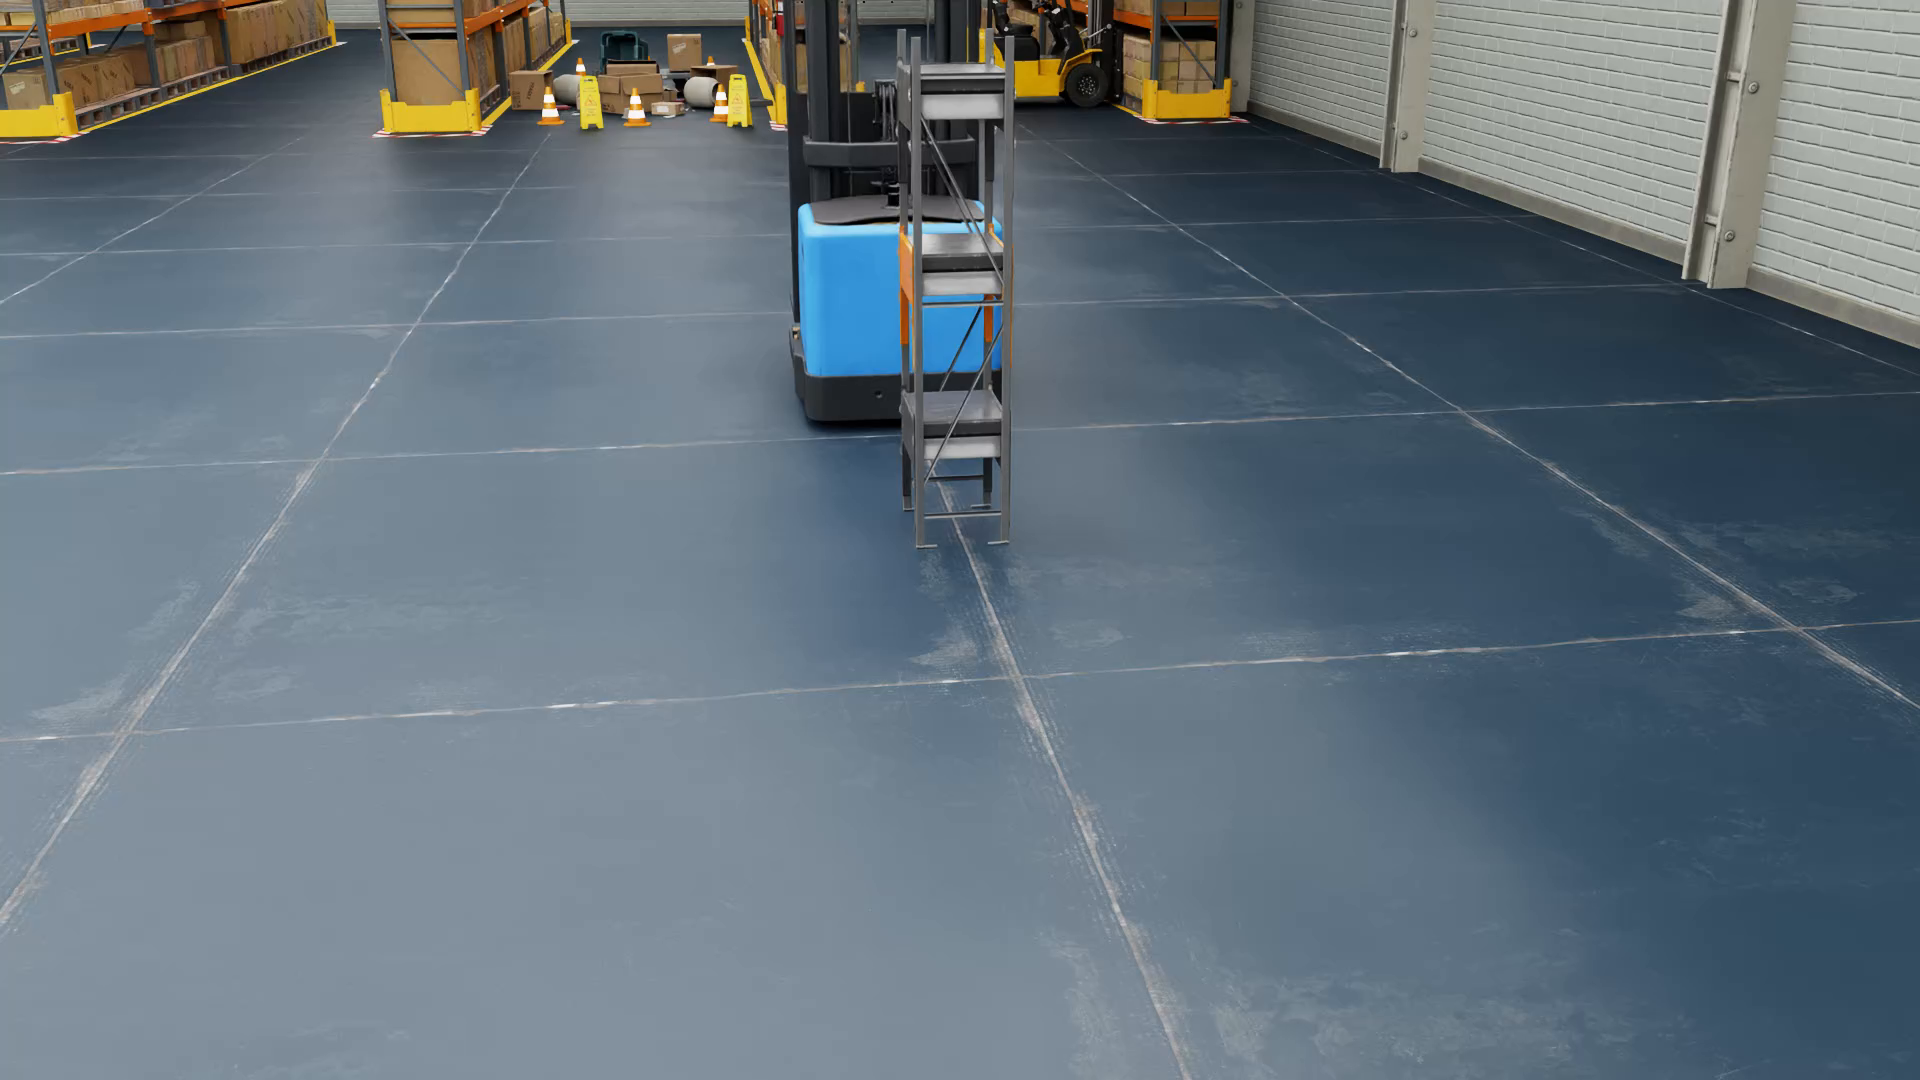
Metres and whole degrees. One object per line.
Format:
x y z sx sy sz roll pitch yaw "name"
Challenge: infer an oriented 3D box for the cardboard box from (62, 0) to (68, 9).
-11.886 -6.976 21.038 0.875 0.500 0.500 -3 21 -8 "cardboard box"

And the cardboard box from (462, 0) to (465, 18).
-6.920 -7.031 21.541 0.875 0.550 0.550 -3 21 -8 "cardboard box"

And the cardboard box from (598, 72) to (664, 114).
-4.595 -6.241 23.208 0.637 0.503 0.797 17 27 39 "cardboard box"

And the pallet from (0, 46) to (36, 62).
-18.419 -9.282 31.766 1.003 0.211 1.213 -3 21 -8 "pallet"

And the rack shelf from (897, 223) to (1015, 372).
-0.024 -1.028 7.007 0.431 0.518 0.480 -3 21 -8 "rack shelf"

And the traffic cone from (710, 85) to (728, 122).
-3.175 -5.826 22.153 0.336 0.463 0.334 -3 21 -8 "traffic cone"

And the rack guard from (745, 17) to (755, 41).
-4.147 -11.307 36.776 1.175 0.500 0.348 -3 21 -8 "rack guard"

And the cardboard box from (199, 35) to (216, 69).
-12.680 -8.005 27.304 0.700 0.500 0.500 -4 21 -11 "cardboard box"

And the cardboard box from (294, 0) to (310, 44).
-13.519 -10.331 33.026 0.875 0.875 0.875 -3 21 -8 "cardboard box"

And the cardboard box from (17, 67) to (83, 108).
-11.837 -5.879 21.641 0.500 0.500 0.500 2 21 6 "cardboard box"

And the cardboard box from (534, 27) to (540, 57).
-7.799 -8.873 29.658 0.500 0.500 0.500 -3 21 -7 "cardboard box"

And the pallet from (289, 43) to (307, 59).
-13.405 -9.546 32.474 1.003 0.211 1.213 -3 21 -8 "pallet"

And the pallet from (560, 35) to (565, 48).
-8.934 -10.570 35.214 1.003 0.211 1.213 -3 21 -8 "pallet"

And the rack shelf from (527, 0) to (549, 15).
-8.162 -9.771 30.118 1.077 0.370 4.000 -3 21 -8 "rack shelf"

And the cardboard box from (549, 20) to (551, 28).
-8.276 -10.168 32.778 0.380 0.149 0.250 -2 21 -5 "cardboard box"

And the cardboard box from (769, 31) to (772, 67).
-2.595 -7.357 24.886 0.500 0.500 0.500 -2 21 -5 "cardboard box"

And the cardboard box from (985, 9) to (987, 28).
0.825 -11.045 35.473 0.500 0.500 0.500 -3 21 -7 "cardboard box"

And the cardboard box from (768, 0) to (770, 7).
-2.685 -8.072 24.901 0.380 0.149 0.250 -3 21 -8 "cardboard box"

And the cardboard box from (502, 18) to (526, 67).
-7.875 -8.343 27.882 1.050 0.750 0.750 -3 21 -8 "cardboard box"

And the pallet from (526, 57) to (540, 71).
-7.985 -8.380 29.351 1.003 0.211 1.213 -3 21 -8 "pallet"

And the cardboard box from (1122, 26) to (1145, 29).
2.760 -7.783 25.669 0.500 0.250 0.500 -3 21 -7 "cardboard box"

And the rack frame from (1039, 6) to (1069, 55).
1.921 -9.952 29.574 1.000 3.000 0.127 -3 21 -8 "rack frame"

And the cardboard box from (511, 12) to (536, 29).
-7.807 -9.219 29.513 0.500 0.250 0.500 -3 21 -8 "cardboard box"

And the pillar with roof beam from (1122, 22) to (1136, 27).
-1.259 -12.139 26.856 9.100 9.000 0.400 -3 21 -8 "pillar with roof beam"

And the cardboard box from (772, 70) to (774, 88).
-2.507 -6.822 24.523 0.500 0.250 0.500 -2 21 -5 "cardboard box"

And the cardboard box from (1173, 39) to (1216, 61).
3.193 -6.735 22.862 0.500 0.250 0.500 -3 21 -9 "cardboard box"

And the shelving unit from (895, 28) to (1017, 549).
-0.024 -1.041 7.002 0.431 2.100 0.503 -3 21 -8 "shelving unit"

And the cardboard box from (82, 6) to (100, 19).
-11.569 -6.948 21.890 0.380 0.149 0.250 -3 21 -8 "cardboard box"

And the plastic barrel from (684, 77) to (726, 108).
-3.633 -6.362 23.646 0.512 0.421 0.421 12 24 30 "plastic barrel"

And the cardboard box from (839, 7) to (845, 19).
-1.681 -6.941 21.871 0.380 0.149 0.250 -3 21 -8 "cardboard box"

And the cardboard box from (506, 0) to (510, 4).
-7.180 -8.448 25.405 0.500 0.500 0.500 -3 21 -7 "cardboard box"

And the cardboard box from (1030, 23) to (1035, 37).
1.586 -9.287 30.767 0.500 0.500 0.500 -3 21 -9 "cardboard box"

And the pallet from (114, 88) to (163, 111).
-12.088 -6.278 23.724 1.003 0.211 1.213 -3 21 -8 "pallet"

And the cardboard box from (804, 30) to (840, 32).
-2.062 -7.384 24.957 0.500 0.500 0.500 -3 21 -9 "cardboard box"

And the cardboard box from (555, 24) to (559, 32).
-8.419 -10.476 34.026 0.380 0.149 0.250 -3 21 -7 "cardboard box"

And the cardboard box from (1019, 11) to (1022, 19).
1.350 -10.166 32.193 0.380 0.149 0.250 -3 21 -8 "cardboard box"

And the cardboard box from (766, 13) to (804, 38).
-3.007 -9.145 29.850 0.875 0.875 0.875 -3 21 -8 "cardboard box"

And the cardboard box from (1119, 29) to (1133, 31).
2.321 -7.583 25.133 0.500 0.250 0.500 -3 21 -8 "cardboard box"

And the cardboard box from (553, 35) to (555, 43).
-8.223 -9.896 32.899 0.380 0.149 0.250 -2 21 -6 "cardboard box"

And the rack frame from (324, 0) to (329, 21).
-13.950 -11.970 34.978 1.000 3.000 0.127 -3 21 -8 "rack frame"

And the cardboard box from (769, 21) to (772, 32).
-2.637 -7.615 24.648 0.380 0.149 0.250 -3 21 -7 "cardboard box"

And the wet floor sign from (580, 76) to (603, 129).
-4.757 -5.633 21.375 0.267 0.644 0.232 -7 21 -17 "wet floor sign"

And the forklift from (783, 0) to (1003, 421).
-0.467 -2.468 9.635 1.130 2.935 3.031 -3 21 -7 "forklift"

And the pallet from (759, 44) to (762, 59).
-3.381 -9.515 32.391 1.003 0.211 1.213 -3 21 -8 "pallet"

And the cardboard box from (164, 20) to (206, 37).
-12.670 -8.356 27.175 0.500 0.250 0.500 -2 21 -6 "cardboard box"

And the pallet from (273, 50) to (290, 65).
-13.187 -9.016 31.053 1.003 0.211 1.213 -3 21 -8 "pallet"

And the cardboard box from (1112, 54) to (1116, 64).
2.470 -7.003 24.294 0.500 0.250 0.500 -3 21 -8 "cardboard box"

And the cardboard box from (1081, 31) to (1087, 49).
2.412 -7.831 26.690 0.875 0.625 0.625 -2 21 -5 "cardboard box"

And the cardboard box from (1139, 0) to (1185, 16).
2.744 -7.386 22.562 0.500 0.500 0.500 -3 21 -9 "cardboard box"

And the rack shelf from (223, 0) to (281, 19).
-13.085 -9.556 29.542 1.077 0.370 4.000 -3 21 -8 "rack shelf"

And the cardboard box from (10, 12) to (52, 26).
-11.448 -6.424 20.487 0.380 0.149 0.250 -3 21 -8 "cardboard box"

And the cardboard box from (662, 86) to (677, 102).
-4.420 -6.644 24.626 0.396 0.266 0.258 17 27 39 "cardboard box"

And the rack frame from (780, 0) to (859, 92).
-1.837 -6.930 21.485 1.000 3.000 0.127 -3 21 -8 "rack frame"

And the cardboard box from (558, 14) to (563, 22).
-8.557 -10.982 34.956 0.380 0.149 0.250 -3 21 -9 "cardboard box"
